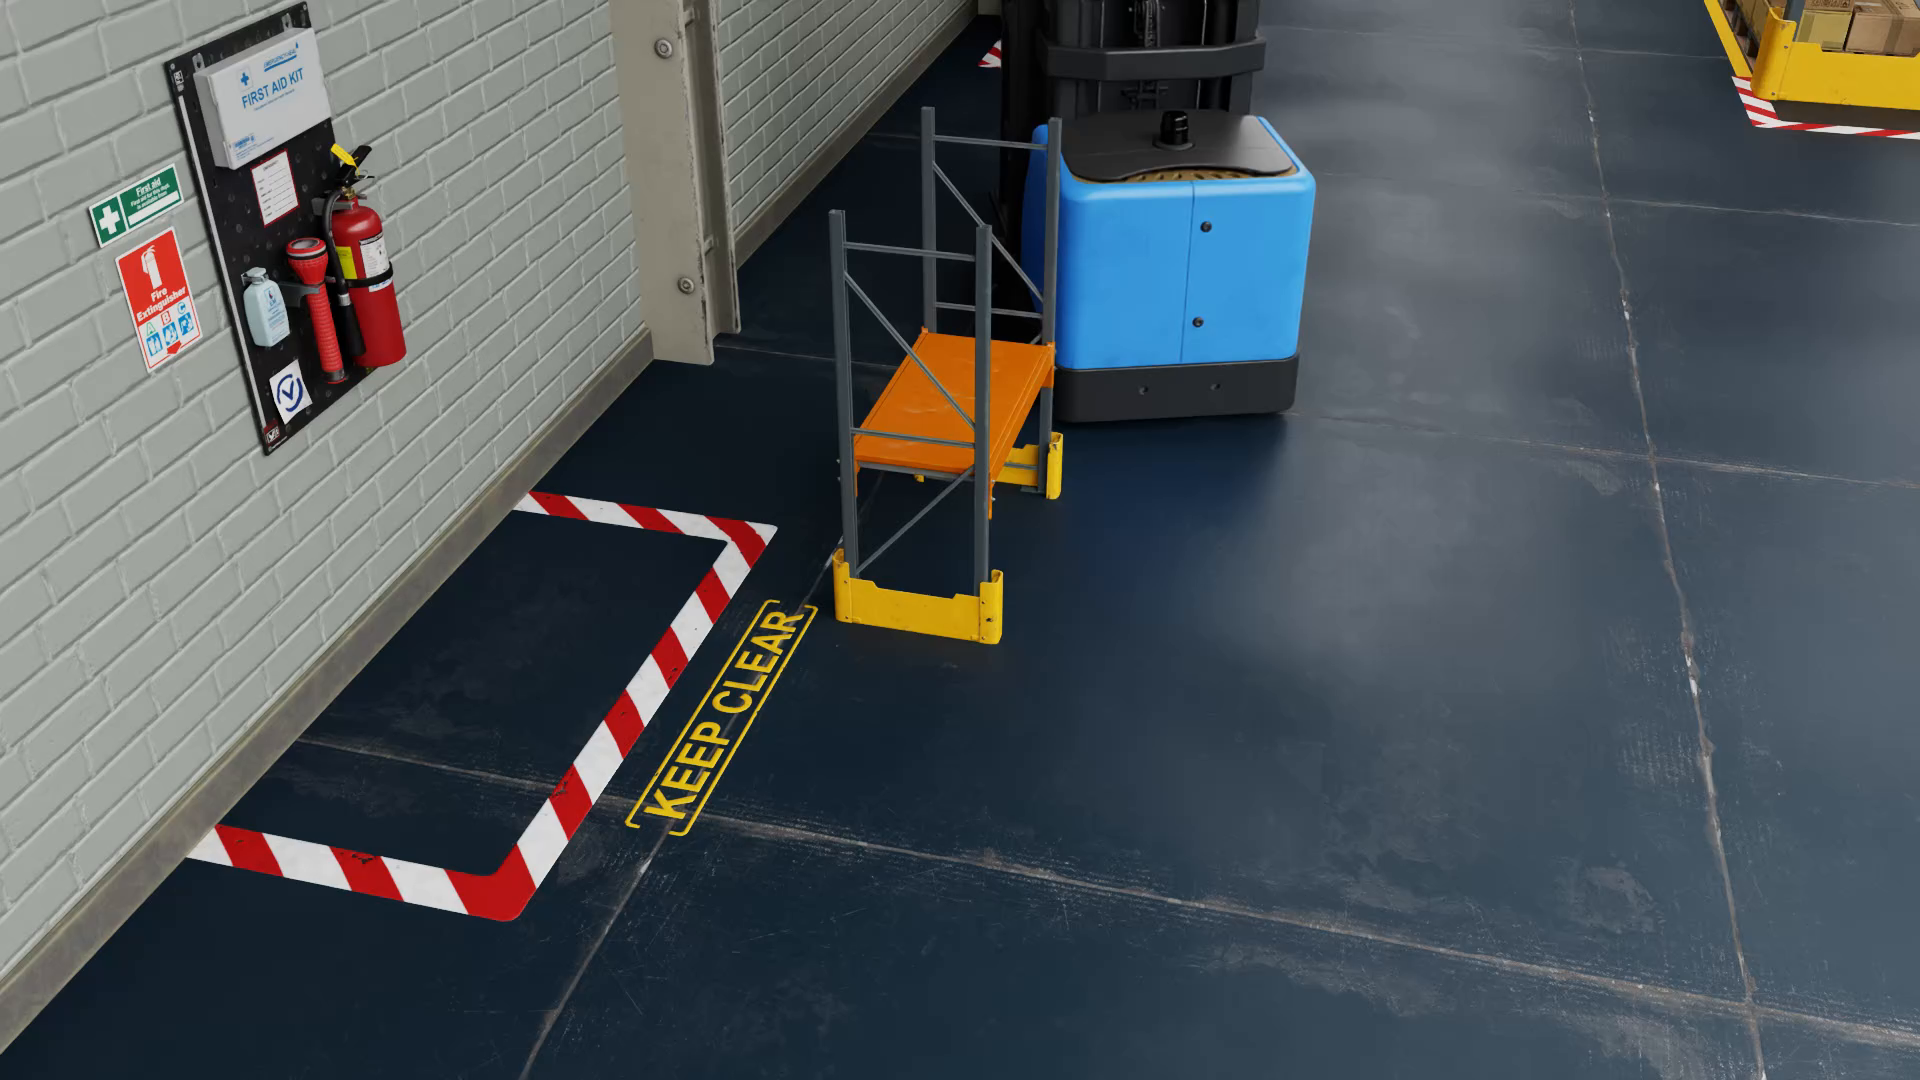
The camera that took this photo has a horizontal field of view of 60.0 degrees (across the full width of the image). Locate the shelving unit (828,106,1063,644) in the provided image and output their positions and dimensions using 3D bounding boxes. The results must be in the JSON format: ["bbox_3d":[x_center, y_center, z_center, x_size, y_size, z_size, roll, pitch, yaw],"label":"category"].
[{"bbox_3d":[-0.019,-0.593,5.785,0.587,1.500,1.083,8,33,12],"label":"shelving unit"}]

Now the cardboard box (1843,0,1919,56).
[{"bbox_3d":[6.101,-3.401,10.975,0.500,0.250,0.500,8,33,12],"label":"cardboard box"}]

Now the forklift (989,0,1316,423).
[{"bbox_3d":[0.735,-2.494,7.441,1.130,2.935,3.031,-3,33,-5],"label":"forklift"}]

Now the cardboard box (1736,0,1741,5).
[{"bbox_3d":[5.840,-3.992,11.905,0.500,0.250,0.500,8,33,12],"label":"cardboard box"}]

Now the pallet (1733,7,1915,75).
[{"bbox_3d":[5.903,-3.361,11.341,1.003,0.211,1.213,8,33,12],"label":"pallet"}]

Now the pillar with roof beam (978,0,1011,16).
[{"bbox_3d":[4.462,-7.235,9.243,9.100,9.000,0.400,8,33,12],"label":"pillar with roof beam"}]

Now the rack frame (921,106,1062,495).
[{"bbox_3d":[0.107,-0.852,6.193,0.500,1.500,0.032,8,33,12],"label":"rack frame"}]

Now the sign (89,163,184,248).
[{"bbox_3d":[-2.119,-0.865,4.288,0.001,0.109,0.331,8,33,12],"label":"sign"}]

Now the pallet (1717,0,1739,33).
[{"bbox_3d":[6.215,-3.993,12.334,1.003,0.211,1.213,8,33,12],"label":"pallet"}]

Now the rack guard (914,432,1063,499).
[{"bbox_3d":[0.107,-0.324,6.527,0.587,0.250,0.087,8,33,12],"label":"rack guard"}]

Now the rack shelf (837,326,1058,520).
[{"bbox_3d":[-0.022,-0.437,5.874,0.538,0.185,1.000,8,33,12],"label":"rack shelf"}]

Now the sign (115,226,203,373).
[{"bbox_3d":[-2.129,-0.641,4.428,0.001,0.329,0.234,8,33,12],"label":"sign"}]

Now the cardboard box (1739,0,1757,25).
[{"bbox_3d":[5.715,-3.732,11.496,0.500,0.250,0.500,8,33,12],"label":"cardboard box"}]

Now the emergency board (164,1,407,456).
[{"bbox_3d":[-1.889,-0.898,4.867,0.194,1.169,0.643,8,33,12],"label":"emergency board"}]

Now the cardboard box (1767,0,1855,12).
[{"bbox_3d":[5.598,-3.788,10.885,0.500,0.500,0.500,8,33,12],"label":"cardboard box"}]

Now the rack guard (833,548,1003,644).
[{"bbox_3d":[-0.146,0.192,5.714,0.587,0.250,0.087,8,33,12],"label":"rack guard"}]

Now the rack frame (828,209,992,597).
[{"bbox_3d":[-0.151,-0.325,5.363,0.500,1.500,0.032,8,33,12],"label":"rack frame"}]

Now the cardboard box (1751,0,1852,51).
[{"bbox_3d":[5.600,-3.471,11.086,0.500,0.250,0.500,8,33,12],"label":"cardboard box"}]

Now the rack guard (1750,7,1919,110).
[{"bbox_3d":[5.743,-3.068,10.611,1.175,0.500,0.348,8,33,12],"label":"rack guard"}]

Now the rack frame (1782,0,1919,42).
[{"bbox_3d":[5.750,-4.136,9.959,1.000,3.000,0.127,8,33,12],"label":"rack frame"}]

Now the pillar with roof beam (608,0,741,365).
[{"bbox_3d":[2.939,-4.121,4.345,9.100,9.000,0.400,8,33,12],"label":"pillar with roof beam"}]

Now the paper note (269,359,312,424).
[{"bbox_3d":[-2.000,-0.444,4.974,0.016,0.148,0.142,8,33,12],"label":"paper note"}]
